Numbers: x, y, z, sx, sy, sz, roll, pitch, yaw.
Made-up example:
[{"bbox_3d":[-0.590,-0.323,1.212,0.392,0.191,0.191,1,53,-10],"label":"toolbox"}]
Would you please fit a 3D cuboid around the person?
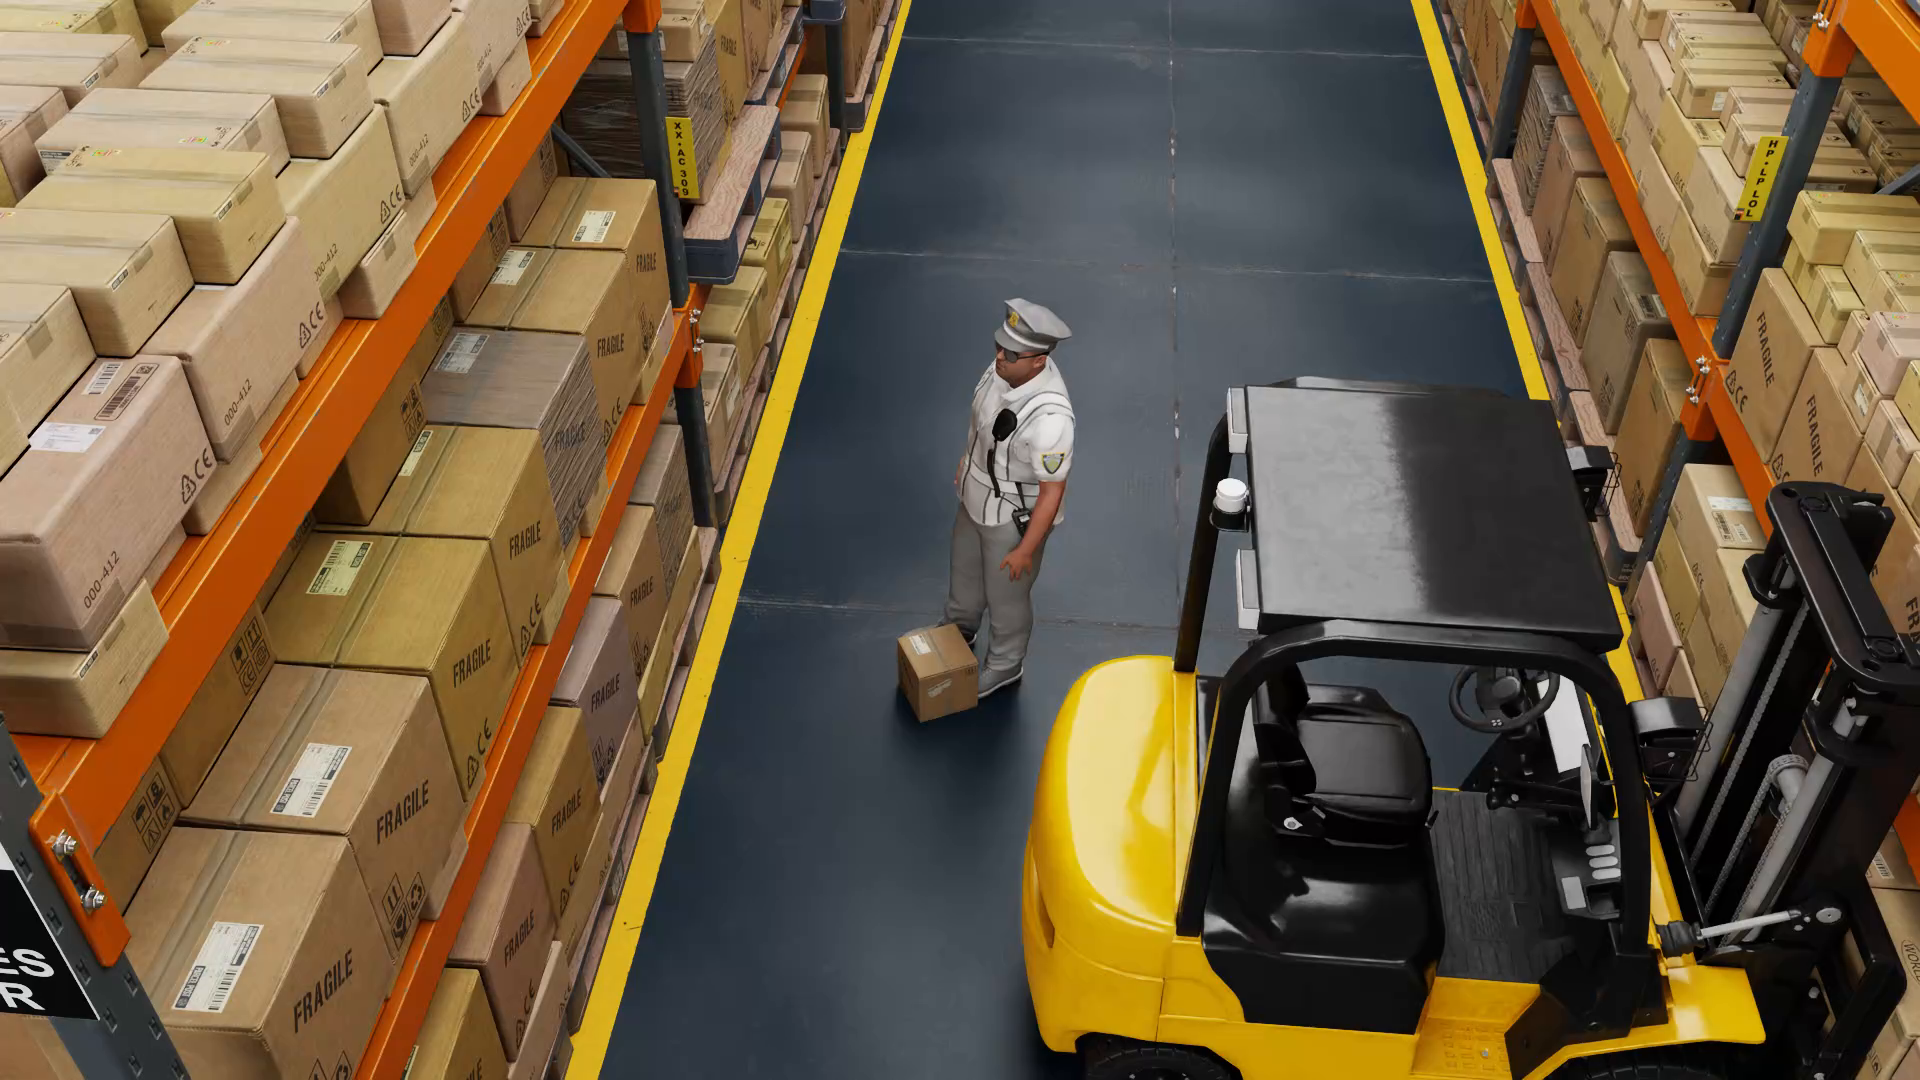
[{"bbox_3d":[0.101,-0.129,6.268,0.574,1.780,0.640,-13,41,-15],"label":"person"}]
